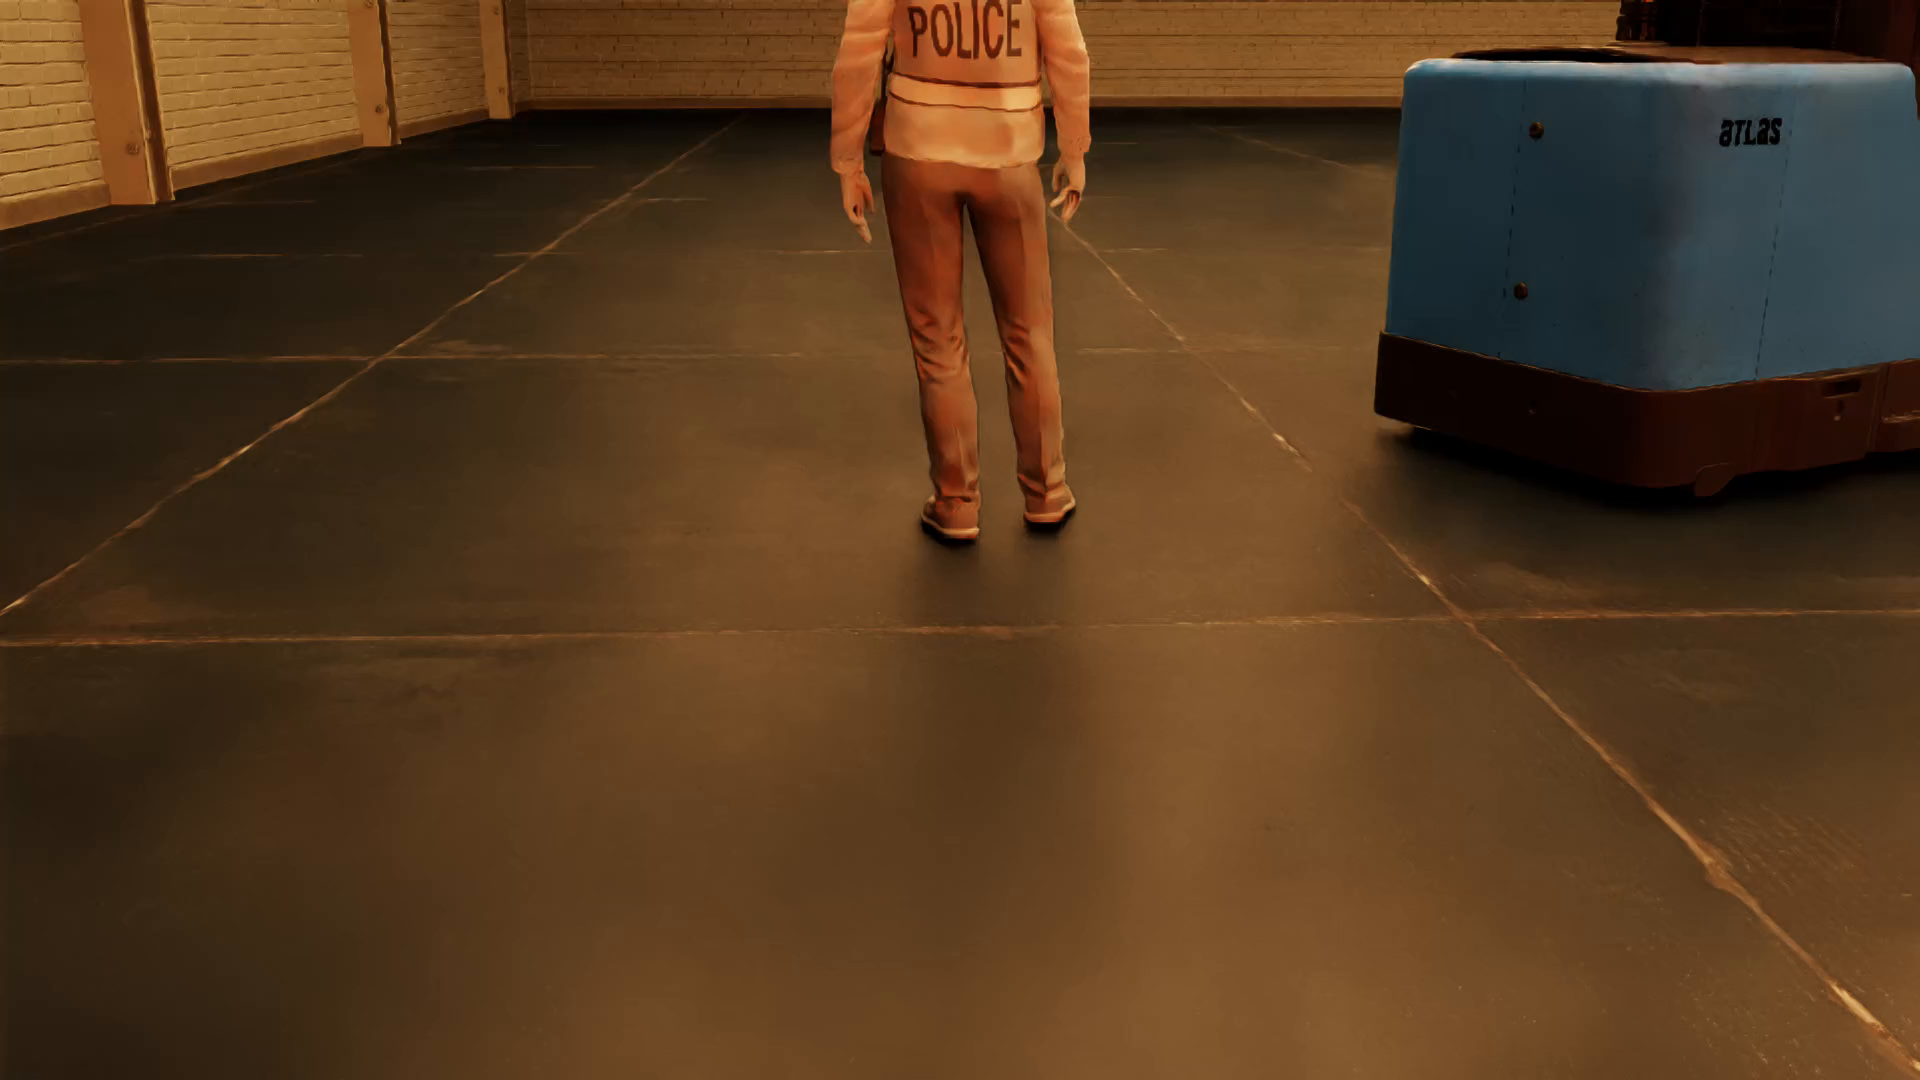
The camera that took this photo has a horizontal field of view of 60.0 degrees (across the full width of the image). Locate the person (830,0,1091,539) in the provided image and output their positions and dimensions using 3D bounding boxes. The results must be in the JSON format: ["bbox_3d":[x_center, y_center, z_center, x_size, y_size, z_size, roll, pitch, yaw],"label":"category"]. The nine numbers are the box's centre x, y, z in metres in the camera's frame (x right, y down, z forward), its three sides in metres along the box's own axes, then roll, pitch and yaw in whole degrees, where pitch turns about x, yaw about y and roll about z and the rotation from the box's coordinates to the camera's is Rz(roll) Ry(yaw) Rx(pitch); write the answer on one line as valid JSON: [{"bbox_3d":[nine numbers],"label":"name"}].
[{"bbox_3d":[0.004,-0.837,3.733,0.586,1.695,0.533,-1,17,-3],"label":"person"}]

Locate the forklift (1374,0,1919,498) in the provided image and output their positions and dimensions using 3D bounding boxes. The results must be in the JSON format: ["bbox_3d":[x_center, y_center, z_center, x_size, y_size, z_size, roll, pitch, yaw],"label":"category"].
[{"bbox_3d":[2.772,-1.790,4.758,3.031,2.935,1.130,-9,19,-26],"label":"forklift"}]
